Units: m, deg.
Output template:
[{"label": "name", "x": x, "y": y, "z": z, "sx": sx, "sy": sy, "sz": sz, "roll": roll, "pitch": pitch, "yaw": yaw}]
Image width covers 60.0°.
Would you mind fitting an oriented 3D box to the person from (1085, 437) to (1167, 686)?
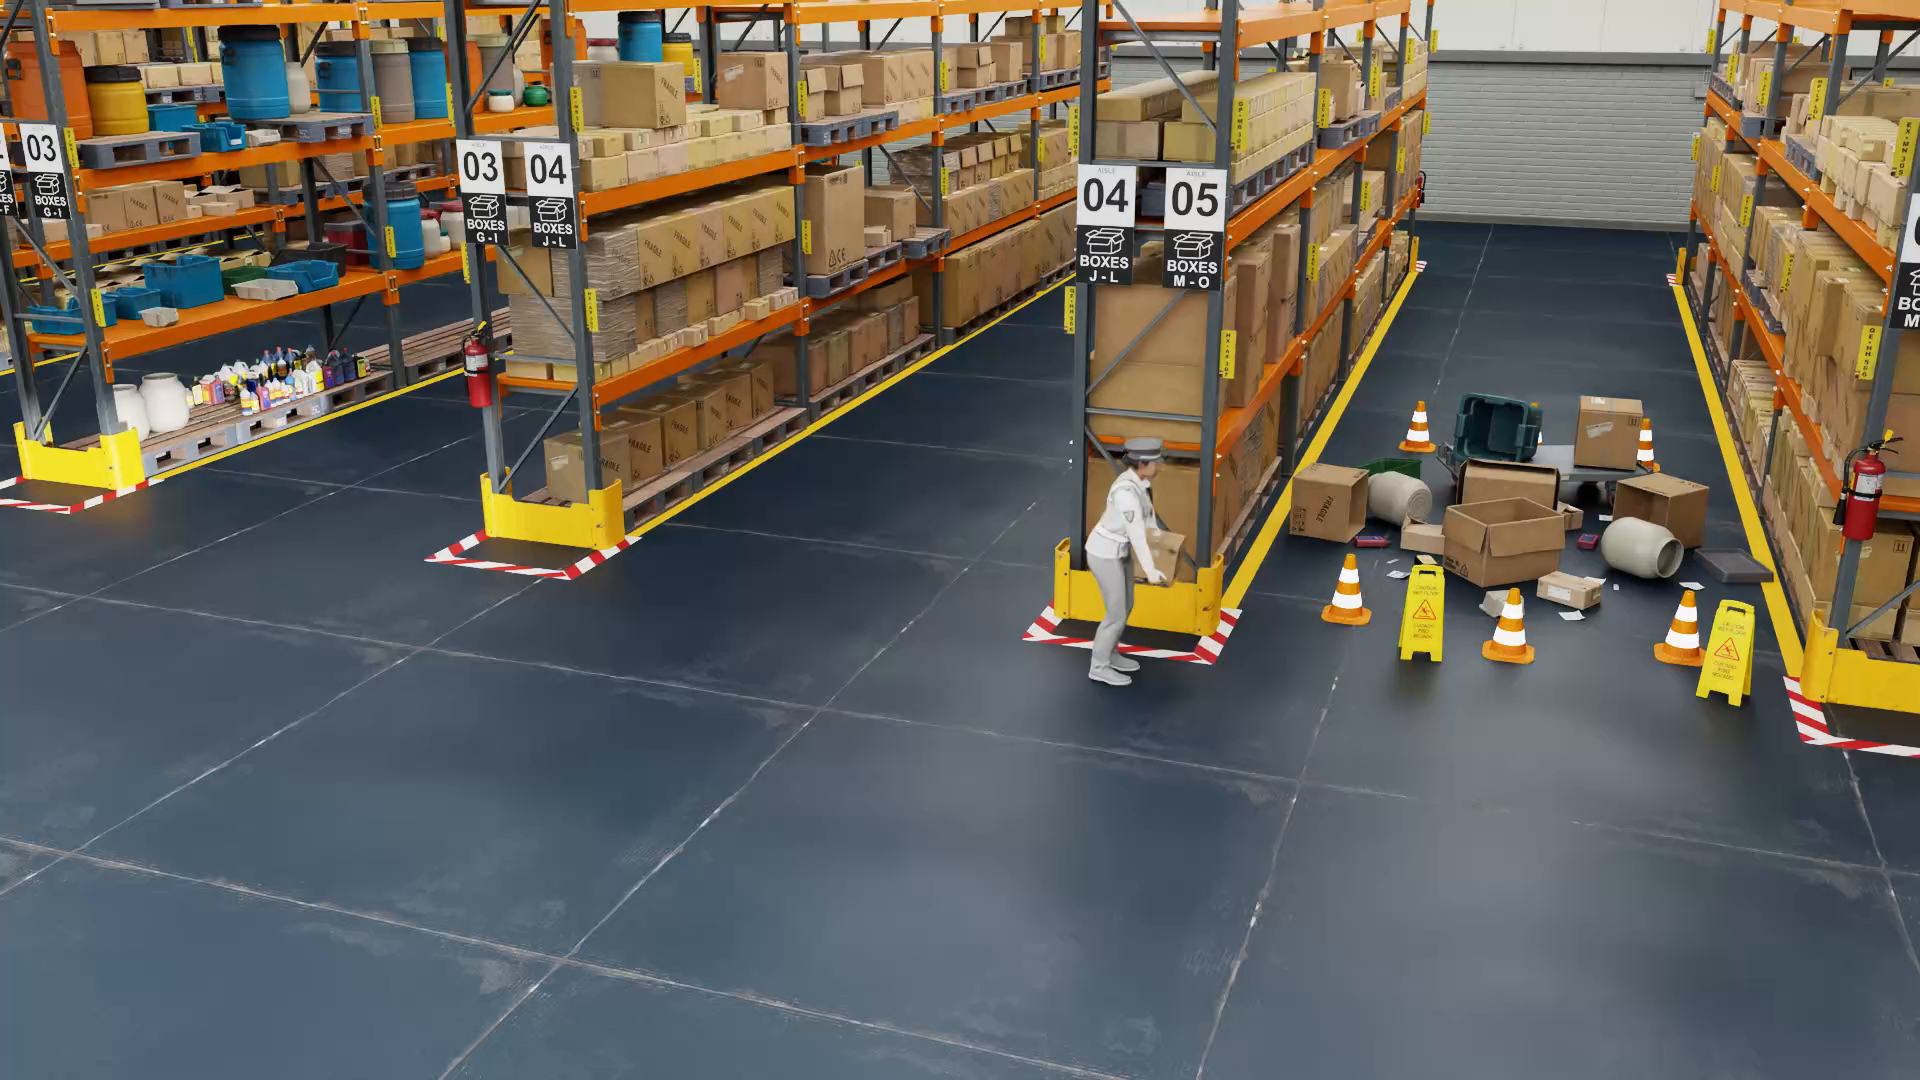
[{"label": "person", "x": 1.094, "y": 0.128, "z": 10.750, "sx": 0.561, "sy": 1.631, "sz": 0.414, "roll": 6, "pitch": 20, "yaw": 17}]
